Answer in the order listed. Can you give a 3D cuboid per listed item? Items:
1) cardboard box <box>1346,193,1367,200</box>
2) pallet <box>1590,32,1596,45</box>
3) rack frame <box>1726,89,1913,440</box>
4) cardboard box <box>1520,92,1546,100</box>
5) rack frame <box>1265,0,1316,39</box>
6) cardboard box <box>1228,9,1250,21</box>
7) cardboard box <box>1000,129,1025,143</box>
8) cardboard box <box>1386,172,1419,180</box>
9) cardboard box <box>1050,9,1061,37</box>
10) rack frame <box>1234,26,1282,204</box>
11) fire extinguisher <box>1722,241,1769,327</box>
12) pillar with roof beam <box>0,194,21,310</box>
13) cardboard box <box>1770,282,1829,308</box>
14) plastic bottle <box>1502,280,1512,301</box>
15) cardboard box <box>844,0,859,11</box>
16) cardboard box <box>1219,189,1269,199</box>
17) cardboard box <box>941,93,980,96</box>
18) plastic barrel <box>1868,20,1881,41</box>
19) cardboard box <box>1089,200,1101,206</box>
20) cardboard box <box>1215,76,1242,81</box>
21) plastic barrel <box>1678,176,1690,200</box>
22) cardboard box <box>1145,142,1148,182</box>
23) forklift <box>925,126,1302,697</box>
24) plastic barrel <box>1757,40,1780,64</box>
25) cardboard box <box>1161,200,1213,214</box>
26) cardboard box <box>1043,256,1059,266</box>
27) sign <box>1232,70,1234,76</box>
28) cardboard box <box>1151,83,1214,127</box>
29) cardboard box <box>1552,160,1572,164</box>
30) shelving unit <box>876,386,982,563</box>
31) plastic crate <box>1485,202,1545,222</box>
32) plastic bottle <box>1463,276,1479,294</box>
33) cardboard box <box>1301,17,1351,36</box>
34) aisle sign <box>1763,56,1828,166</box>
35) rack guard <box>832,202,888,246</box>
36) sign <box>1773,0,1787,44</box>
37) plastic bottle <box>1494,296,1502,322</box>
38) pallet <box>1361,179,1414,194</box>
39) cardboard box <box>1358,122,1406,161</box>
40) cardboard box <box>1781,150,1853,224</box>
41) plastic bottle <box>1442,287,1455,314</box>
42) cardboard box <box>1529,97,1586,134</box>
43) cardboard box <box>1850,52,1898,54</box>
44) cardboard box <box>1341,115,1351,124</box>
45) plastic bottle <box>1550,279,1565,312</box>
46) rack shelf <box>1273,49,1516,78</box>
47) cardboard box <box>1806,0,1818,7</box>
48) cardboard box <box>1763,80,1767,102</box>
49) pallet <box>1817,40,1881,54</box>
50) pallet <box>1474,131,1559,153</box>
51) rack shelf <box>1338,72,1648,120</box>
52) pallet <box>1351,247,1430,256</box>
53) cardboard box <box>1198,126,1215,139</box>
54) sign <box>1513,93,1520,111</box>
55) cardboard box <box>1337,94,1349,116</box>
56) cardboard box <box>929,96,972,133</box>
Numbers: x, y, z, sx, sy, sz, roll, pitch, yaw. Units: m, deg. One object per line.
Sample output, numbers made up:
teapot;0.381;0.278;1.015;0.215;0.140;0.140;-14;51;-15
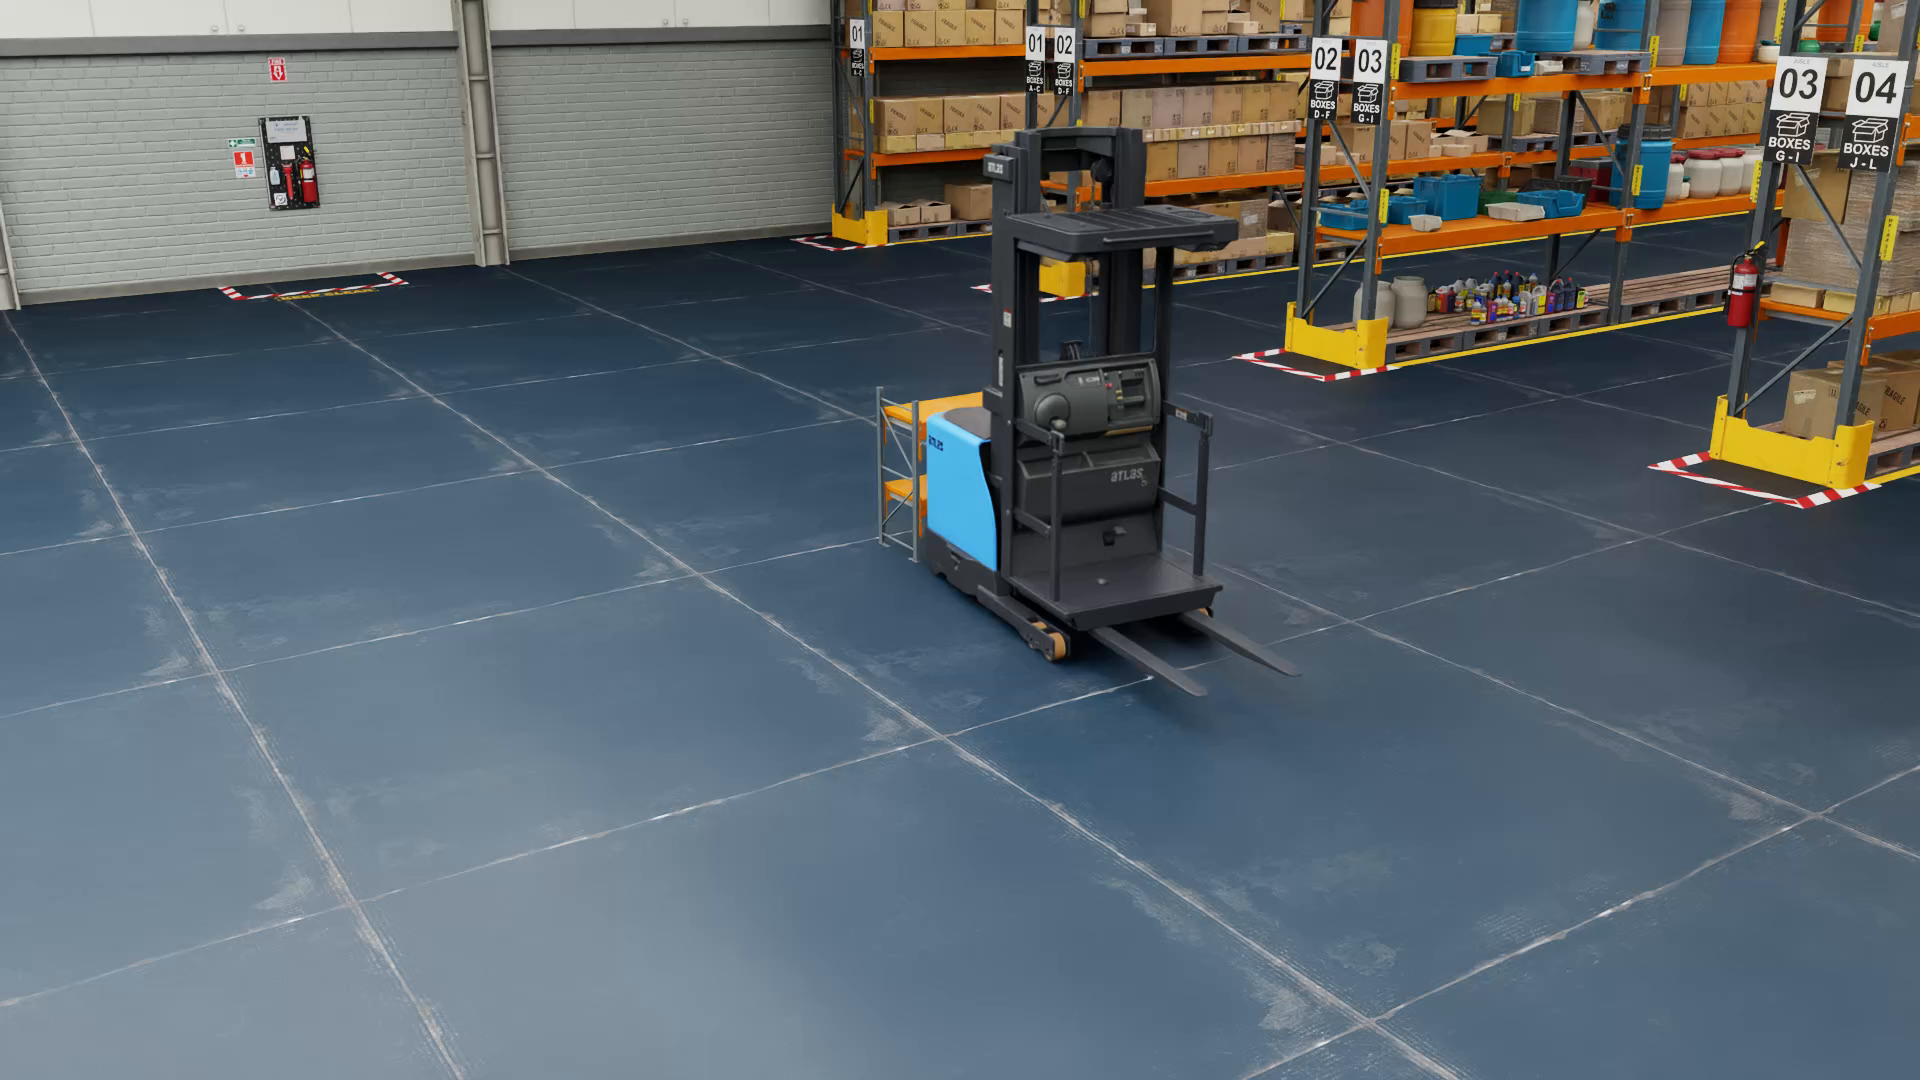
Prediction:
cardboard box;5.937;-4.910;24.346;0.500;0.311;0.500;-12;22;-32
pallet;9.719;-7.793;25.722;1.003;0.211;1.213;-12;22;-31
rack frame;6.590;-1.977;12.908;0.127;3.000;1.000;-12;22;-31
cardboard box;10.758;-8.688;32.291;0.700;0.700;0.980;-12;22;-32
rack frame;4.485;-8.174;21.871;0.127;3.000;1.000;-12;22;-31
cardboard box;3.469;-6.862;21.941;0.500;0.311;0.500;-13;23;-34
cardboard box;0.696;-6.252;25.756;0.500;0.250;0.500;-12;22;-32
cardboard box;7.968;-7.096;30.753;0.750;0.750;0.750;-12;22;-31
cardboard box;1.470;-7.978;25.789;0.500;0.500;0.500;-11;22;-30
rack frame;5.098;-7.360;28.833;0.127;3.000;1.000;-12;22;-31
fire extinguisher;6.241;-2.043;13.225;0.183;0.674;0.296;-12;22;-31
pillar with roof beam;-9.129;-5.883;15.095;0.400;9.000;9.100;-12;22;-31
cardboard box;6.714;-1.963;13.260;0.250;0.149;0.380;-12;22;-31
plastic bottle;6.249;-2.833;19.014;0.097;0.271;0.097;0;19;0
cardboard box;-1.367;-8.049;24.437;0.500;0.500;0.500;-11;21;-29
cardboard box;3.926;-4.585;23.091;0.500;0.500;0.500;-12;22;-31
cardboard box;-0.031;-6.652;25.769;0.500;0.500;0.500;-12;22;-31
plastic barrel;11.558;-6.382;20.842;0.294;0.245;0.294;0;19;0
cardboard box;2.363;-5.814;27.475;0.500;0.500;0.700;-11;22;-30
cardboard box;4.566;-7.794;28.260;0.250;0.149;0.380;-17;25;-40
plastic barrel;8.396;-4.133;19.501;0.301;0.262;0.301;0;19;0
cardboard box;1.977;-4.847;21.242;0.500;0.500;0.700;-11;22;-30
forklift;0.871;-0.846;9.670;1.130;2.935;3.031;-9;21;-25
plastic barrel;9.613;-5.780;19.689;0.301;0.262;0.301;0;19;0
cardboard box;2.969;-4.177;21.883;0.500;0.500;0.500;-12;22;-31
cardboard box;1.430;-3.697;21.634;0.500;0.250;0.500;-12;22;-31
sign;4.790;-8.057;29.085;0.005;0.325;0.100;-12;22;-31
cardboard box;2.861;-5.648;21.587;0.500;0.500;0.700;-12;22;-31
cardboard box;9.793;-5.924;26.629;0.500;0.250;0.500;-12;22;-31
shelving unit;0.006;-0.534;11.568;1.048;1.125;0.538;-12;22;-31
plastic crate;5.989;-3.527;17.906;0.437;0.136;0.530;-12;22;-31
plastic bottle;5.791;-2.820;18.852;0.185;0.351;0.144;-12;22;-32
cardboard box;5.005;-6.986;22.621;0.500;0.250;0.500;-9;21;-26
aisle sign;6.373;-3.277;12.697;0.004;0.787;0.394;-12;22;-31
rack guard;-1.520;-4.781;25.105;0.348;0.500;1.175;-12;22;-31
sign;6.301;-3.969;12.735;0.005;0.325;0.100;-12;22;-31
plastic bottle;5.837;-2.514;18.070;0.097;0.271;0.097;0;19;0
pallet;7.836;-6.588;30.902;1.213;0.211;1.003;-12;22;-31
cardboard box;5.994;-5.691;23.738;0.500;0.500;0.500;-12;22;-31
cardboard box;6.913;-2.802;13.166;0.500;0.500;0.500;-12;22;-31
plastic bottle;5.443;-2.672;18.521;0.133;0.283;0.061;-12;22;-31
cardboard box;9.159;-6.533;25.575;0.500;0.500;0.700;-8;20;-21
cardboard box;7.297;-3.790;13.201;0.250;0.149;0.380;-12;22;-31
cardboard box;6.776;-7.520;29.666;0.250;0.149;0.380;-12;22;-31
plastic bottle;6.667;-2.735;18.601;0.185;0.351;0.144;-13;23;-34
rack shelf;6.156;-6.764;23.508;4.000;0.370;1.077;-12;22;-31
cardboard box;14.087;-9.292;28.147;0.500;0.500;0.700;-12;22;-31
cardboard box;13.435;-7.633;27.920;0.500;0.500;0.500;-11;22;-30
pallet;11.240;-6.151;20.866;1.213;0.211;1.003;-12;22;-31
pallet;8.353;-6.083;25.355;1.003;0.211;1.213;-12;22;-31
rack shelf;5.536;-4.734;17.503;4.000;0.370;1.077;-12;22;-31
pallet;6.099;-4.367;24.332;1.213;0.211;1.003;-12;22;-31
cardboard box;3.094;-5.310;21.599;0.250;0.149;0.380;-11;22;-30
sign;8.134;-6.437;24.293;0.005;0.325;0.100;-12;22;-31
cardboard box;6.502;-7.752;29.340;0.500;0.500;0.500;-12;22;-32
cardboard box;-0.166;-6.422;25.090;0.500;0.500;0.500;-13;22;-33
